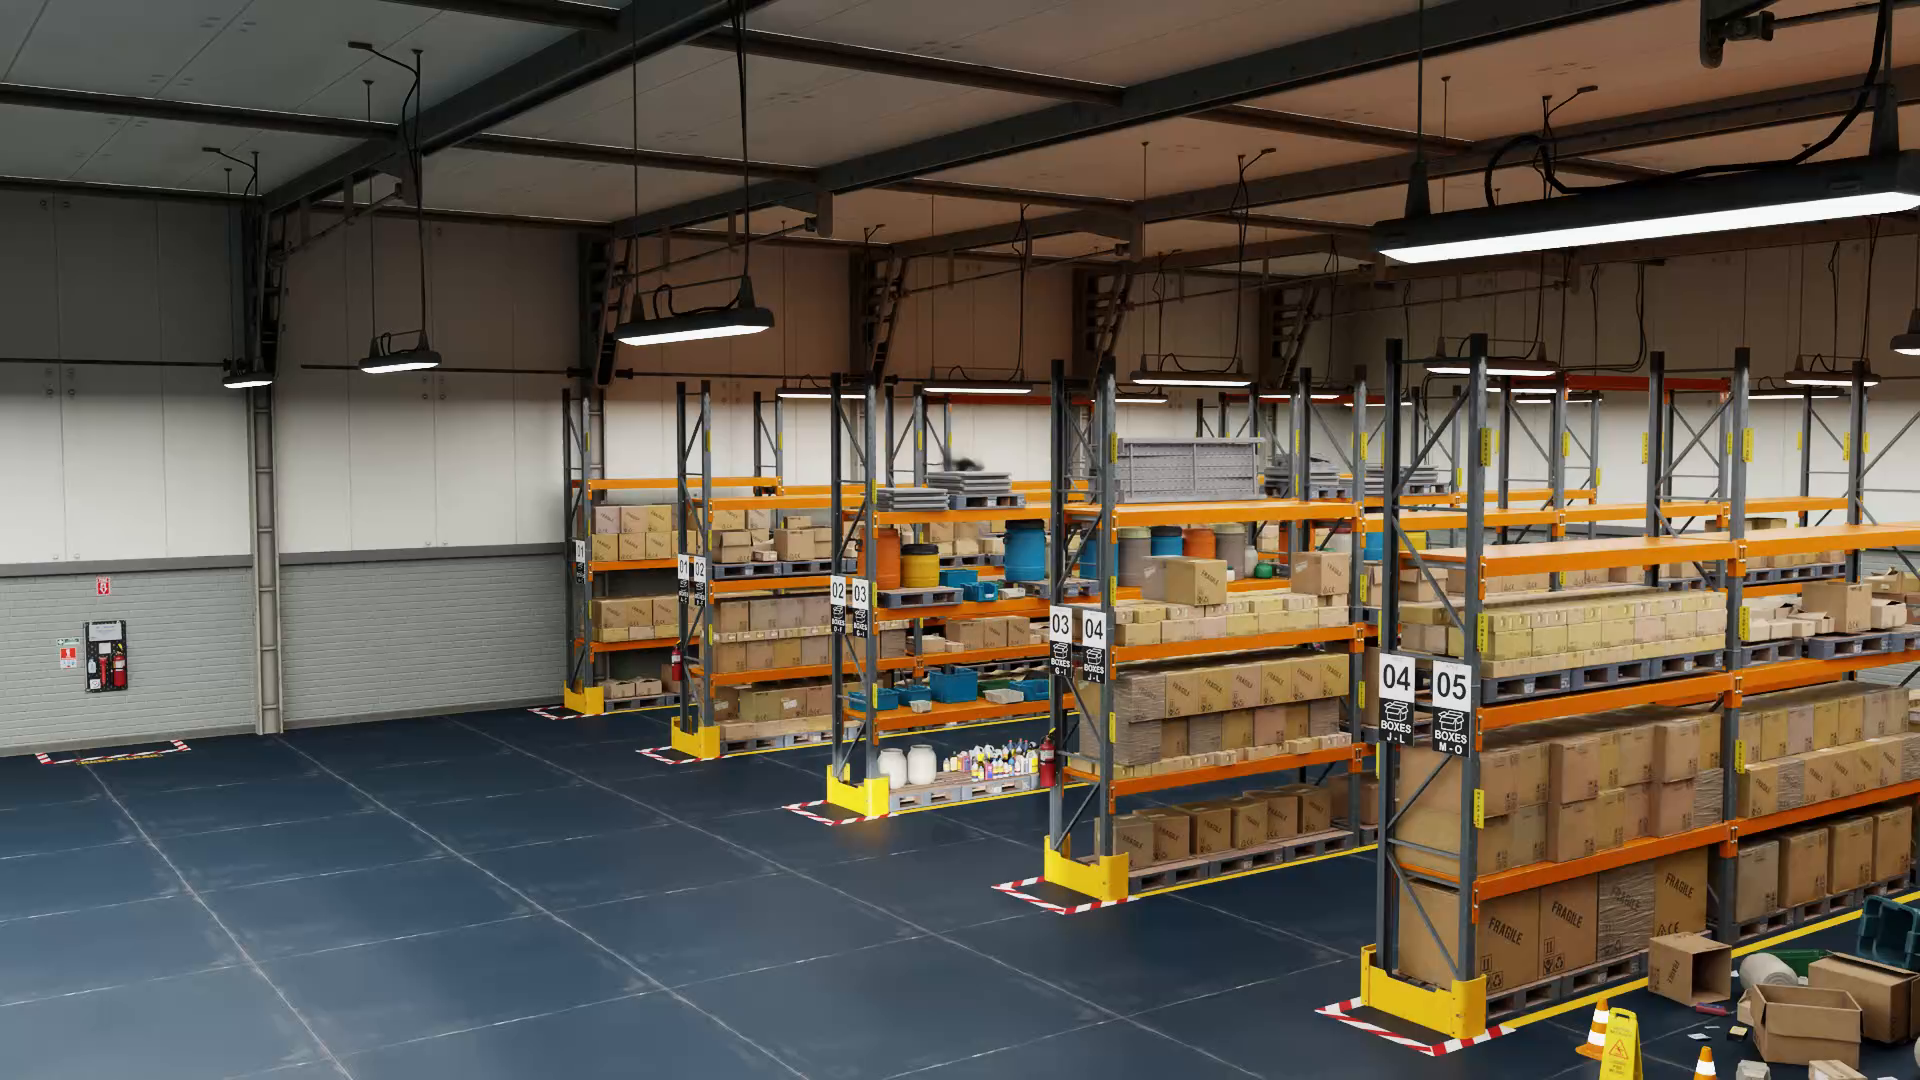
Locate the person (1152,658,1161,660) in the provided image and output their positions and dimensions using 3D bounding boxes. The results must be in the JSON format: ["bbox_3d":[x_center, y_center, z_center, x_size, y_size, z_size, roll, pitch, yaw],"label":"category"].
[{"bbox_3d":[3.219,2.415,28.990,0.649,1.729,0.722,-3,5,-35],"label":"person"}]
